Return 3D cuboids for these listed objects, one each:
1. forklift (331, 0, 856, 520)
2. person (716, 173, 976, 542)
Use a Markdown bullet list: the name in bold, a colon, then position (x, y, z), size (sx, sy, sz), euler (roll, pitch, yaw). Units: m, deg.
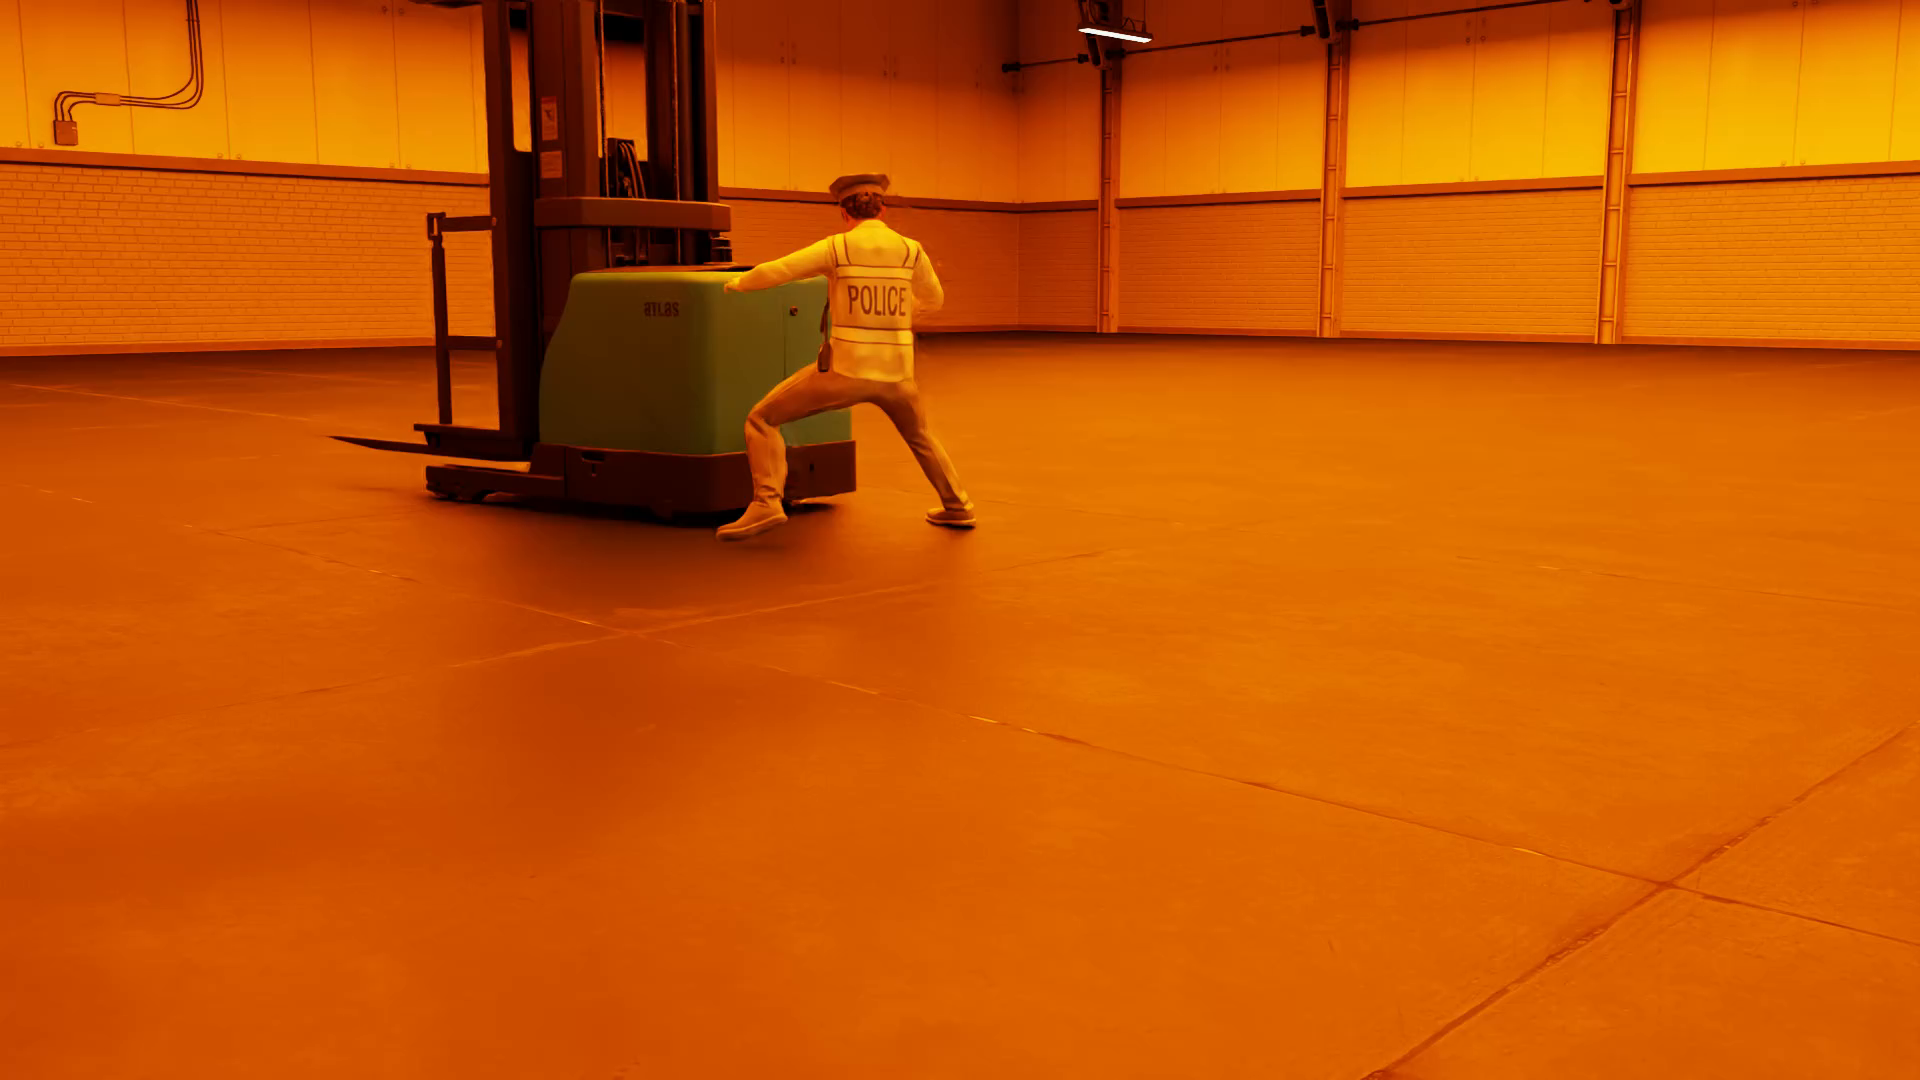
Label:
- **forklift**: position (-1.964, -1.686, 8.071), size (3.031, 2.935, 1.130), euler (6, 11, 37)
- **person**: position (-0.450, -0.734, 6.710), size (1.162, 1.452, 0.630), euler (-3, 9, -20)
